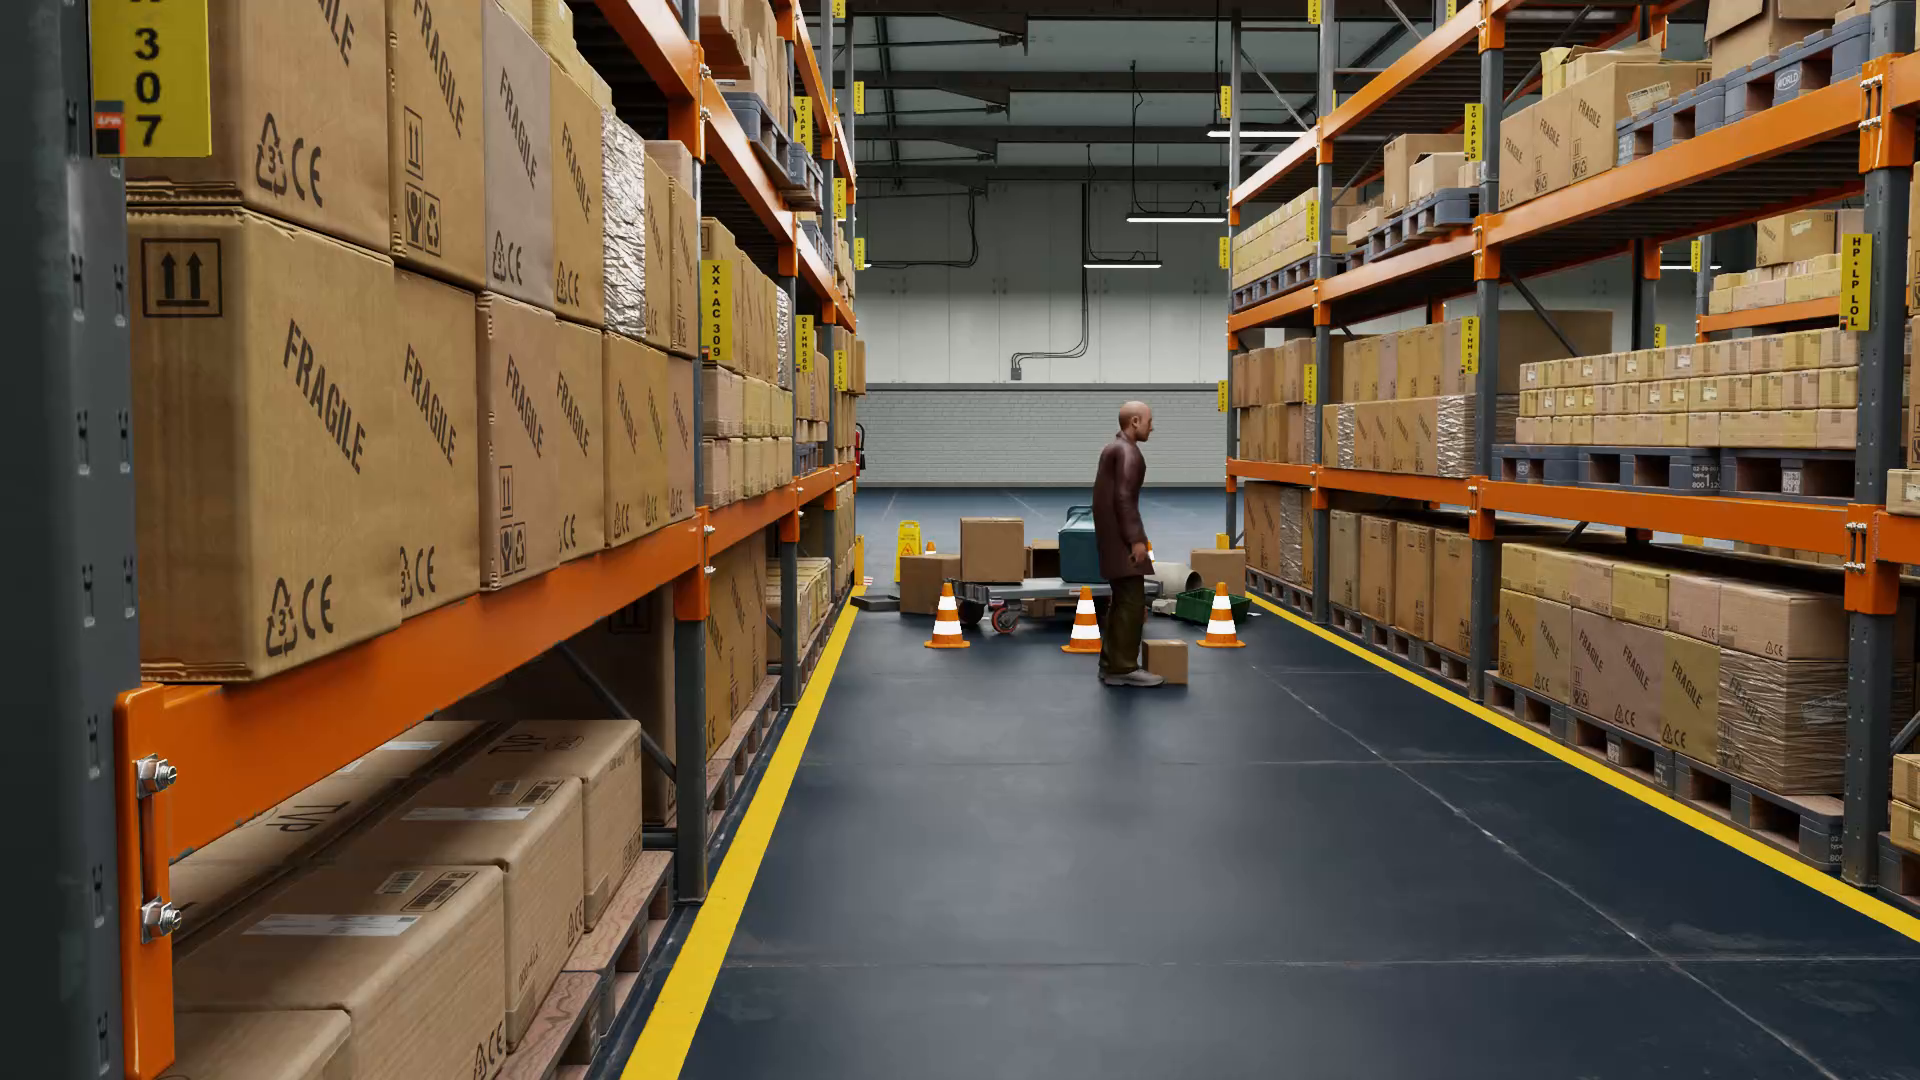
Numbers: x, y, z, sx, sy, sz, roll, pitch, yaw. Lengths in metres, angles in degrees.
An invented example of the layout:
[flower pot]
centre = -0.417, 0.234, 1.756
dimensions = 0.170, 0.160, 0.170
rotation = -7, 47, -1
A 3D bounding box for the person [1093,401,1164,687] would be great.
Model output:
[person]
centre = 1.052, 0.028, 10.510
dimensions = 0.419, 1.740, 0.645
rotation = 0, 4, -2
